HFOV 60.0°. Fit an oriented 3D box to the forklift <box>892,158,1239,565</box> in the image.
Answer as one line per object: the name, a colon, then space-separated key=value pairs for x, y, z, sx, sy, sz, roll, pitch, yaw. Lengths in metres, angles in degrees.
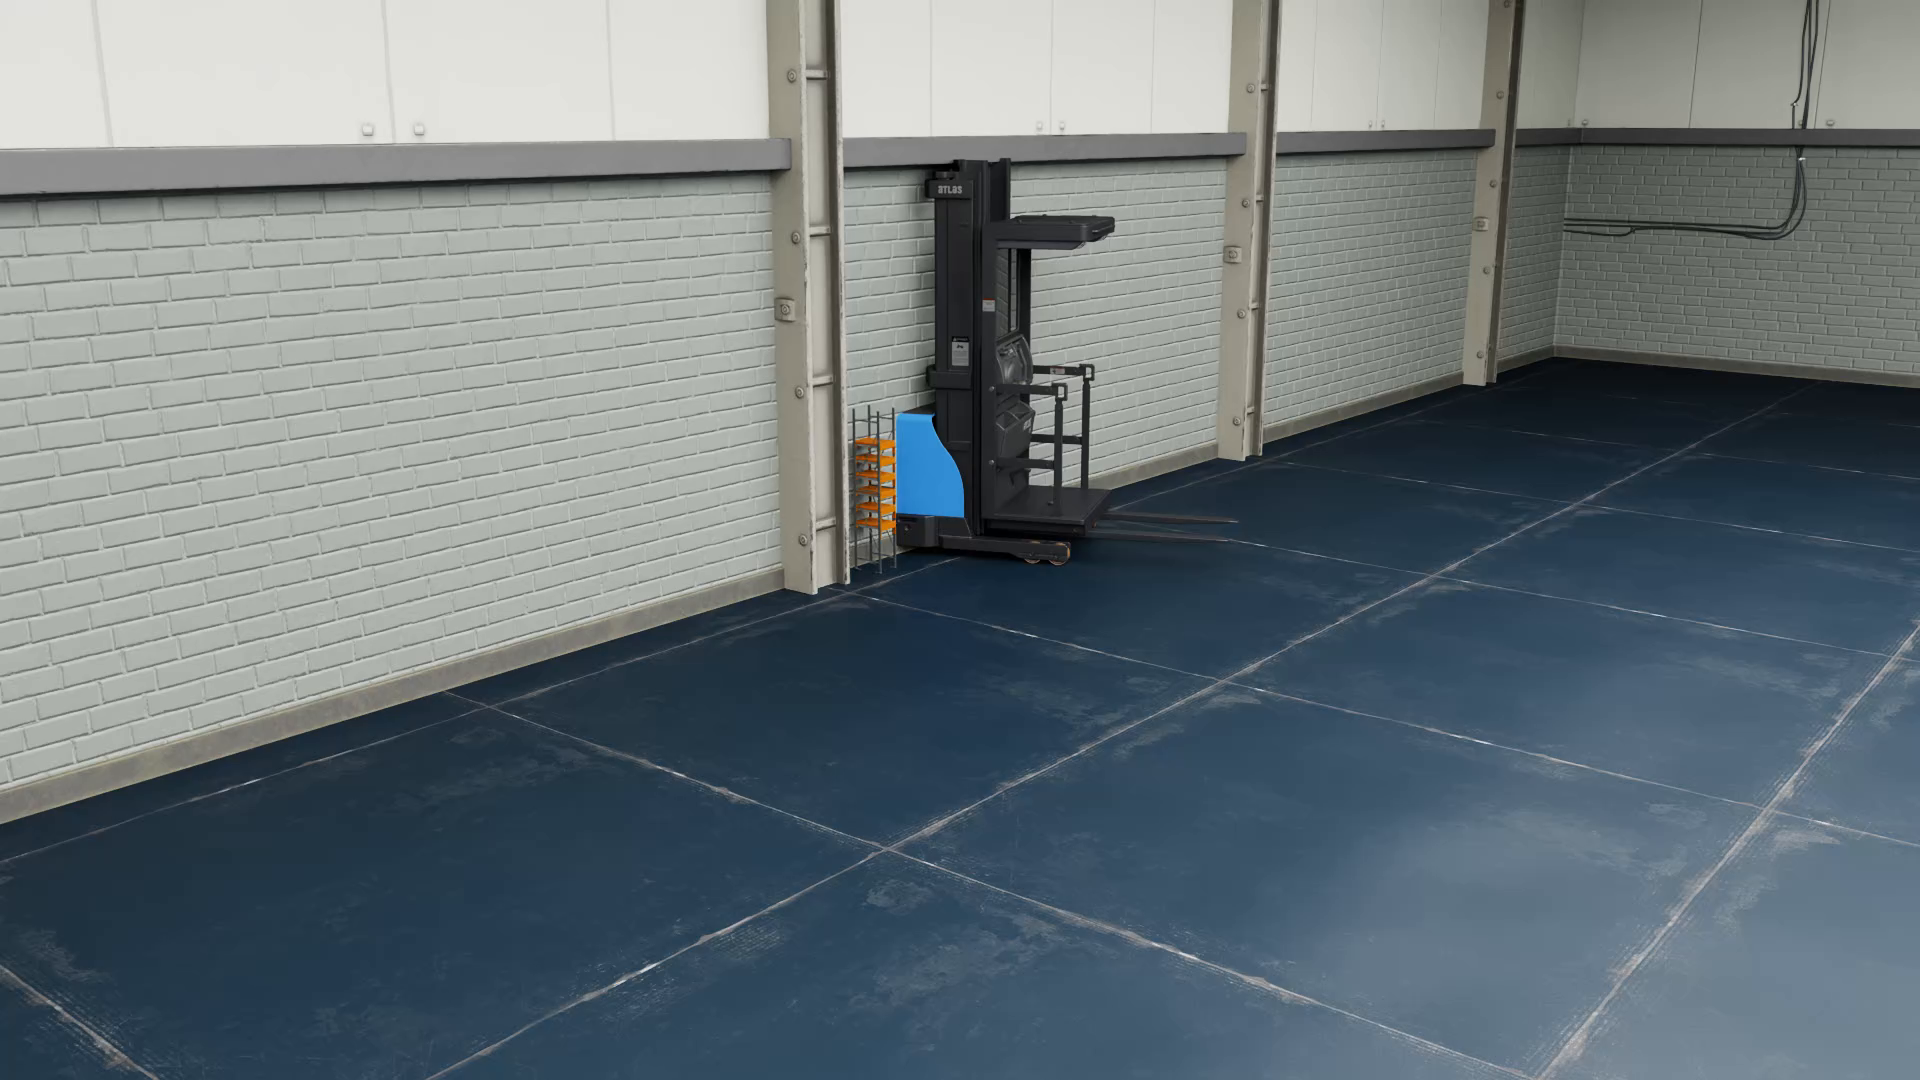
forklift: x=0.602 y=-1.378 z=12.596 sx=3.031 sy=2.935 sz=1.130 roll=4 pitch=15 yaw=15

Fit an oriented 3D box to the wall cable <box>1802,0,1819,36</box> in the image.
wall cable: x=11.500 y=-7.222 z=19.326 sx=3.097 sy=2.526 sz=0.112 roll=11 pitch=18 yaw=38

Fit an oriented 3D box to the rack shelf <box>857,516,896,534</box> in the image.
rack shelf: x=-0.624 y=-0.095 z=12.214 sx=0.258 sy=0.103 sz=0.180 roll=9 pitch=17 yaw=33

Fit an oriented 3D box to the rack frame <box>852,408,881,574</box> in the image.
rack frame: x=-0.676 y=-0.352 z=12.071 sx=0.240 sy=1.200 sz=0.006 roll=9 pitch=17 yaw=33

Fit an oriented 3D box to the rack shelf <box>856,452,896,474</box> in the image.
rack shelf: x=-0.624 y=-0.560 z=12.096 sx=0.258 sy=0.103 sz=0.180 roll=9 pitch=17 yaw=33

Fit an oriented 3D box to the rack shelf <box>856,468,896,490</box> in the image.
rack shelf: x=-0.624 y=-0.444 z=12.125 sx=0.258 sy=0.103 sz=0.180 roll=9 pitch=17 yaw=33

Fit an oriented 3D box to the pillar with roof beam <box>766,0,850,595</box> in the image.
pillar with roof beam: x=2.322 y=-3.374 z=8.129 sx=9.100 sy=9.000 sz=0.400 roll=11 pitch=18 yaw=38

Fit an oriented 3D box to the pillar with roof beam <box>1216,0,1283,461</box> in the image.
pillar with roof beam: x=6.093 y=-4.523 z=12.653 sx=9.100 sy=9.000 sz=0.400 roll=11 pitch=18 yaw=38

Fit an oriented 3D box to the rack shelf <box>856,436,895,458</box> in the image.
rack shelf: x=-0.624 y=-0.676 z=12.066 sx=0.258 sy=0.103 sz=0.180 roll=9 pitch=17 yaw=33

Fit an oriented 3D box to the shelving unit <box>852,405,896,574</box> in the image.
shelving unit: x=-0.624 y=-0.370 z=12.144 sx=0.258 sy=1.200 sz=0.189 roll=9 pitch=17 yaw=33

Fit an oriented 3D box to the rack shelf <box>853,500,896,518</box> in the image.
rack shelf: x=-0.624 y=-0.211 z=12.184 sx=0.258 sy=0.103 sz=0.180 roll=9 pitch=17 yaw=33

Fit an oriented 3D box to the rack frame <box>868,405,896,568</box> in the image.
rack frame: x=-0.573 y=-0.389 z=12.217 sx=0.240 sy=1.200 sz=0.006 roll=9 pitch=17 yaw=33

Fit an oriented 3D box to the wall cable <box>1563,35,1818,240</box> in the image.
wall cable: x=9.396 y=-5.193 z=21.596 sx=3.097 sy=2.526 sz=0.112 roll=11 pitch=18 yaw=38

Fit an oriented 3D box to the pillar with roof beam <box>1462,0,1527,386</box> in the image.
pillar with roof beam: x=9.865 y=-5.673 z=17.176 sx=9.100 sy=9.000 sz=0.400 roll=11 pitch=18 yaw=38

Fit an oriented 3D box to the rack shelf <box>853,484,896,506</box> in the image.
rack shelf: x=-0.624 y=-0.327 z=12.155 sx=0.258 sy=0.103 sz=0.180 roll=9 pitch=17 yaw=33
